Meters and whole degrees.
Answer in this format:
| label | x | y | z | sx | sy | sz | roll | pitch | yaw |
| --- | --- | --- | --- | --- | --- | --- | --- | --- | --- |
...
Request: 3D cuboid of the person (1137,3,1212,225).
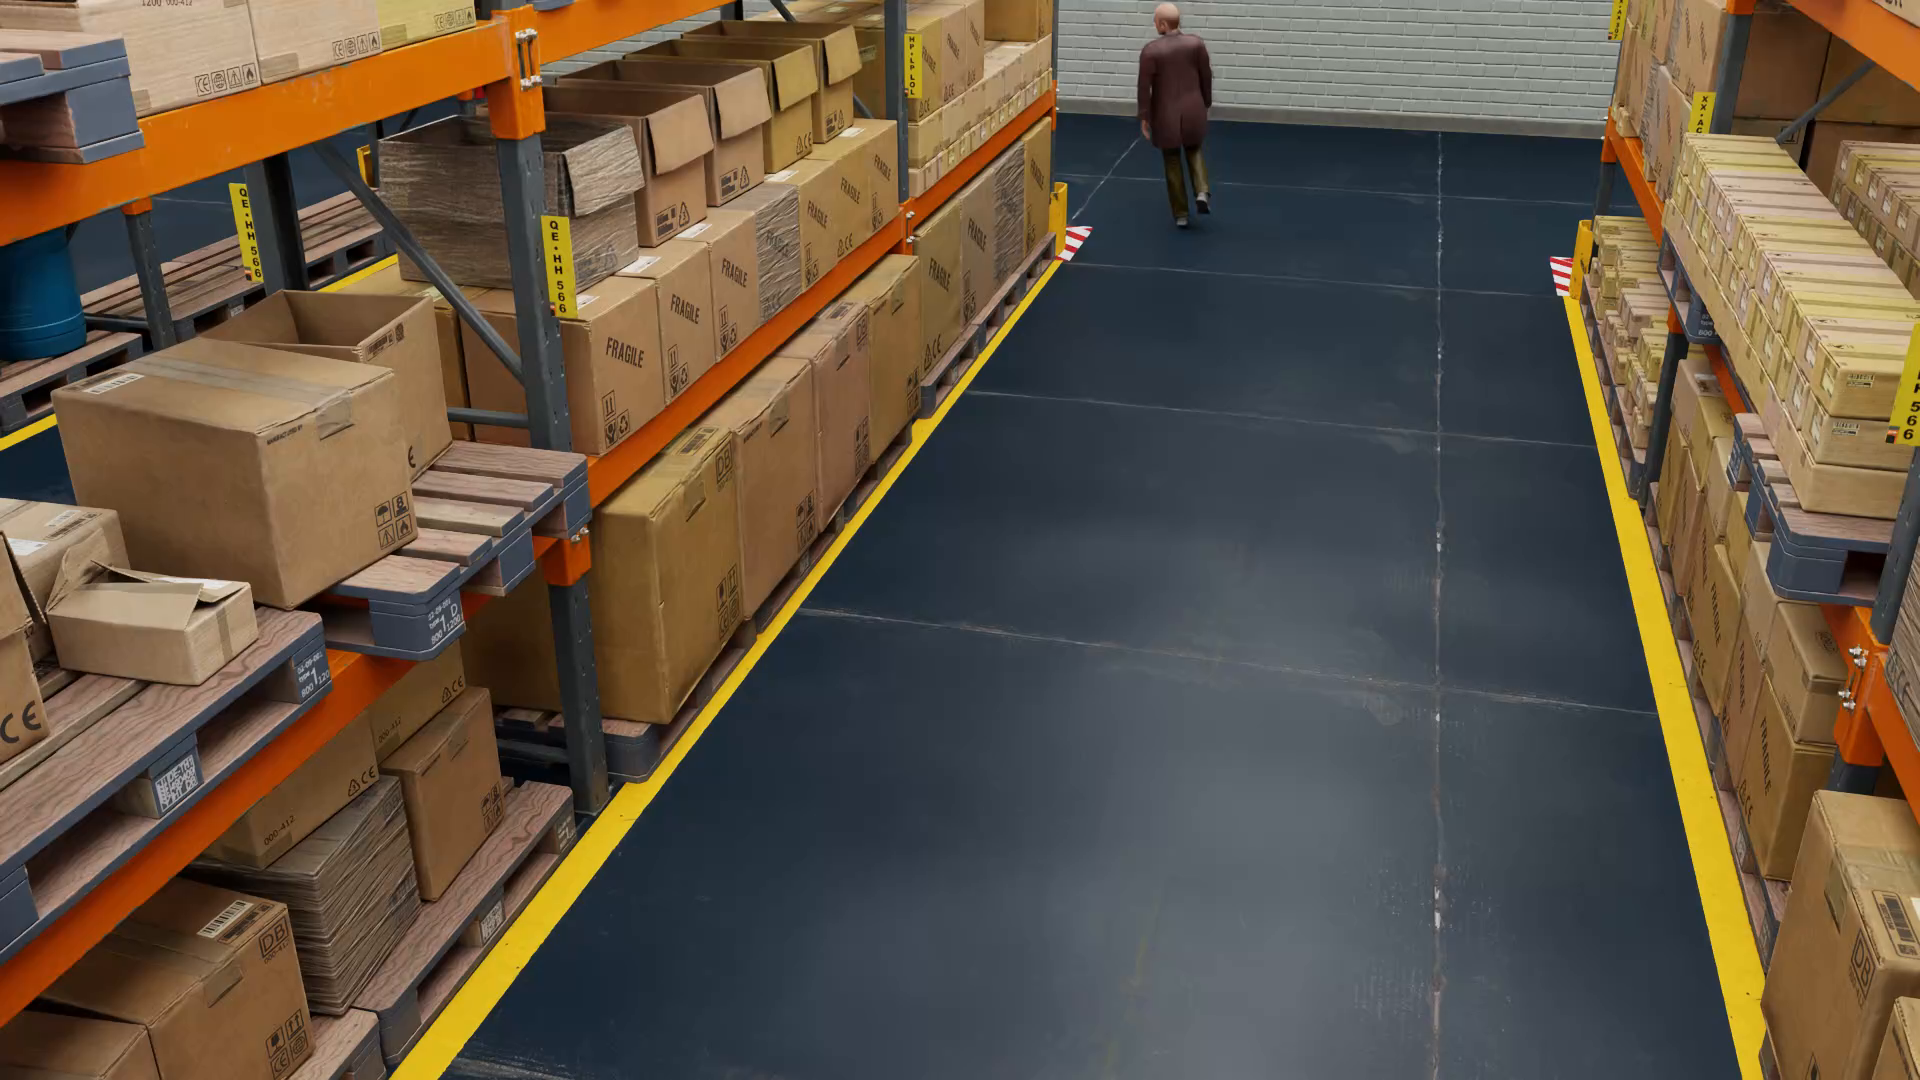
| label | x | y | z | sx | sy | sz | roll | pitch | yaw |
| --- | --- | --- | --- | --- | --- | --- | --- | --- | --- |
| person | 1.741 | -3.430 | 13.448 | 0.663 | 1.771 | 0.507 | -1 | 25 | -3 |
